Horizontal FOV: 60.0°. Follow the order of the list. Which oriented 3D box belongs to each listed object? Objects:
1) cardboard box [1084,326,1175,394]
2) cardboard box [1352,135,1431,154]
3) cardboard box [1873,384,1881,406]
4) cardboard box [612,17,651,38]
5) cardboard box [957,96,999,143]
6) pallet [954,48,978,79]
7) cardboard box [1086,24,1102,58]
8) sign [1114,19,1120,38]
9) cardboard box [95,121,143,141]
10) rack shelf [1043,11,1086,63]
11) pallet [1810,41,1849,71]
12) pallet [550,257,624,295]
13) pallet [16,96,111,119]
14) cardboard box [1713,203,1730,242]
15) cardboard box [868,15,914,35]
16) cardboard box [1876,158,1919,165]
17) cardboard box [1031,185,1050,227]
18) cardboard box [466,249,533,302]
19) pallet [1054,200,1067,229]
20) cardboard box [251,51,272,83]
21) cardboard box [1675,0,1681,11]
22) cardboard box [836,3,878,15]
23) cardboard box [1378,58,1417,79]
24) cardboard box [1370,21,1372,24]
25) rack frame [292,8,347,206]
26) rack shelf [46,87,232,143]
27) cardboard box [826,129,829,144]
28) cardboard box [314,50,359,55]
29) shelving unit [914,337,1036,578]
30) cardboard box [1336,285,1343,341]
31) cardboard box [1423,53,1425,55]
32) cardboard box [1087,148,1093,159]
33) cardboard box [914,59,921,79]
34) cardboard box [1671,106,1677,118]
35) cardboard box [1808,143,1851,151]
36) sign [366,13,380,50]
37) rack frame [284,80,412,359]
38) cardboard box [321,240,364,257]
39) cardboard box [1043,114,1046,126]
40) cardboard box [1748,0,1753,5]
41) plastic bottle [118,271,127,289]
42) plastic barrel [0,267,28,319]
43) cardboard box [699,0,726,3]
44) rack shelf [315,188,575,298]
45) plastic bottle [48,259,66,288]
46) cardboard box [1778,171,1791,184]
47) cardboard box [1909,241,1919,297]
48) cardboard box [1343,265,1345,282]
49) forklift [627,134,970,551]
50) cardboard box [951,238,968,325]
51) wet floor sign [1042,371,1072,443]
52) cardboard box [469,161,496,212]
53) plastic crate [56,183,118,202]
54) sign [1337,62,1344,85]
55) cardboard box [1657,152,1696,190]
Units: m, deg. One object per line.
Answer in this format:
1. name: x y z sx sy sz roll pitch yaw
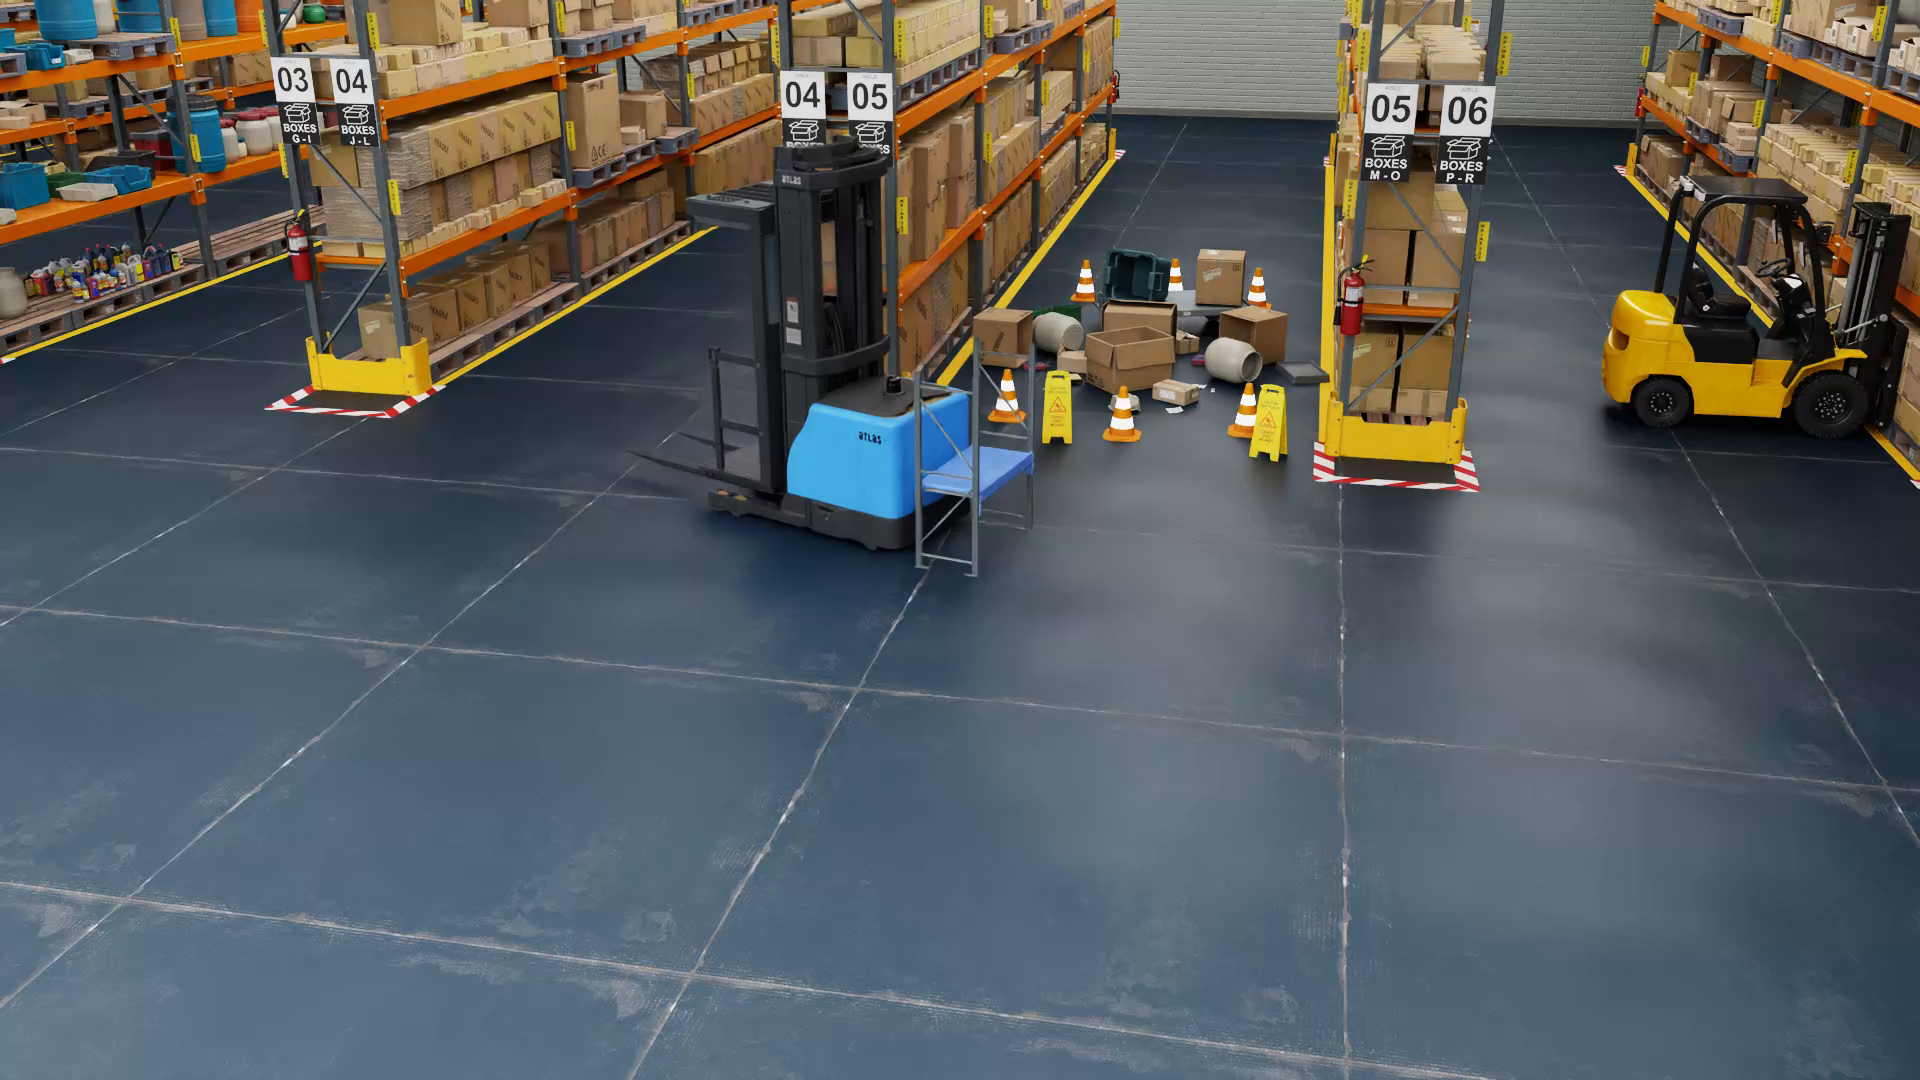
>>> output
1. cardboard box: 1.694 -1.806 16.664 0.797 0.503 0.637 -11 25 -26
2. cardboard box: 4.056 -3.531 15.735 0.700 0.500 0.500 4 22 11
3. cardboard box: 8.767 -1.422 15.487 0.500 0.250 0.500 5 23 13
4. cardboard box: -4.305 -6.573 21.345 0.500 0.250 0.500 5 22 12
5. cardboard box: 0.066 -4.997 19.774 0.700 0.500 0.500 5 22 11
6. pallet: -0.413 -4.984 17.316 1.003 0.211 1.213 4 22 11
7. cardboard box: 2.057 -8.212 27.359 0.500 0.500 0.500 4 22 9
8. sign: 2.752 -8.954 29.099 0.100 0.325 0.005 4 22 11
9. cardboard box: -13.779 -6.714 27.262 0.500 0.250 0.500 4 22 10
10. rack shelf: 0.988 -7.184 23.623 1.077 0.370 4.000 4 22 11
11. pallet: 10.030 -5.317 18.277 1.003 0.211 1.213 6 23 13
12. pallet: -4.914 -3.338 20.860 1.003 0.211 1.213 4 22 11
13. pallet: -13.882 -6.730 25.807 1.213 0.211 1.003 4 22 11
14. cardboard box: 10.399 -4.257 22.193 0.500 0.500 0.500 5 23 13
15. cardboard box: -0.620 -4.544 14.679 0.380 0.149 0.250 5 22 11
16. cardboard box: 9.962 -3.954 17.654 0.380 0.149 0.250 4 22 10
17. cardboard box: 0.974 -4.669 23.216 0.500 0.500 0.500 4 22 9
18. cardboard box: -5.301 -3.029 19.143 0.500 0.500 0.500 12 25 28
19. pallet: 0.992 -4.832 24.568 1.003 0.211 1.213 4 22 11
20. cardboard box: -12.664 -8.429 29.633 0.500 0.500 0.500 5 22 12
21. cardboard box: 11.239 -8.226 25.584 0.380 0.149 0.250 5 22 11
22. cardboard box: -1.005 -5.062 15.964 0.380 0.149 0.250 5 22 11
23. cardboard box: 3.594 -3.919 13.824 0.380 0.149 0.250 5 22 11
24. cardboard box: 4.716 -5.517 18.161 0.500 0.250 0.500 5 22 12
25. rack frame: -9.104 -6.187 24.201 1.000 3.000 0.127 4 22 11
26. rack shelf: -13.544 -6.964 27.093 1.077 0.370 4.000 4 22 11
27. cardboard box: -2.860 -7.372 29.424 0.875 0.875 0.875 4 22 11
28. cardboard box: -5.968 -4.602 15.918 0.380 0.149 0.250 4 22 9
29. shelving unit: 0.122 -0.634 12.421 0.538 1.500 1.048 10 24 23
30. cardboard box: 4.041 -2.277 16.607 0.500 0.500 0.500 6 23 14
31. cardboard box: 4.584 -4.499 15.797 0.500 0.250 0.500 4 22 10
32. cardboard box: 2.012 -6.452 27.715 0.380 0.149 0.250 4 22 11
33. cardboard box: -0.566 -4.271 15.068 0.380 0.149 0.250 5 22 11
34. cardboard box: 11.107 -6.543 25.420 0.380 0.149 0.250 4 22 10
35. cardboard box: 9.742 -4.355 18.650 0.380 0.149 0.250 4 22 11
36. sign: -5.356 -4.639 15.173 0.100 0.325 0.005 4 22 11
37. rack frame: -5.887 -2.884 15.999 1.000 3.000 0.127 4 22 11
38. cardboard box: -6.031 -2.887 16.344 0.380 0.149 0.250 4 22 11
39. cardboard box: 0.979 -5.818 23.058 0.380 0.149 0.250 6 23 14
40. cardboard box: 10.352 -6.945 21.336 0.380 0.149 0.250 5 22 11
41. plastic bottle: -9.908 -3.080 19.643 0.097 0.201 0.097 0 22 0
42. plastic barrel: -10.574 -2.732 18.390 0.421 0.512 0.421 0 22 0
43. cardboard box: -3.859 -8.193 24.465 0.797 0.503 0.637 4 22 10
44. rack shelf: -5.479 -3.282 17.950 1.077 0.370 4.000 4 22 11
45. plastic bottle: -10.654 -3.144 19.601 0.144 0.351 0.185 5 23 13
46. cardboard box: 9.771 -4.092 19.198 0.500 0.250 0.500 4 22 9
47. cardboard box: 8.737 -2.374 14.600 0.500 0.500 0.500 4 22 10
48. cardboard box: 3.720 -2.455 15.270 0.380 0.149 0.250 5 22 12
49. forklift: -1.414 -1.694 13.136 3.031 2.935 1.130 15 26 32
50. cardboard box: -0.433 -2.916 18.361 0.875 0.875 0.875 5 22 12
51. wet floor sign: 0.880 -1.215 15.007 0.267 0.644 0.232 1 22 2
52. cardboard box: -5.506 -3.821 17.794 0.875 0.500 0.500 4 22 11
53. plastic crate: -10.003 -3.989 19.096 0.530 0.136 0.437 4 22 11
54. sign: 5.719 -6.997 24.947 0.100 0.325 0.005 4 22 11
55. cardboard box: 11.297 -5.733 25.856 0.700 0.500 0.500 4 22 9
